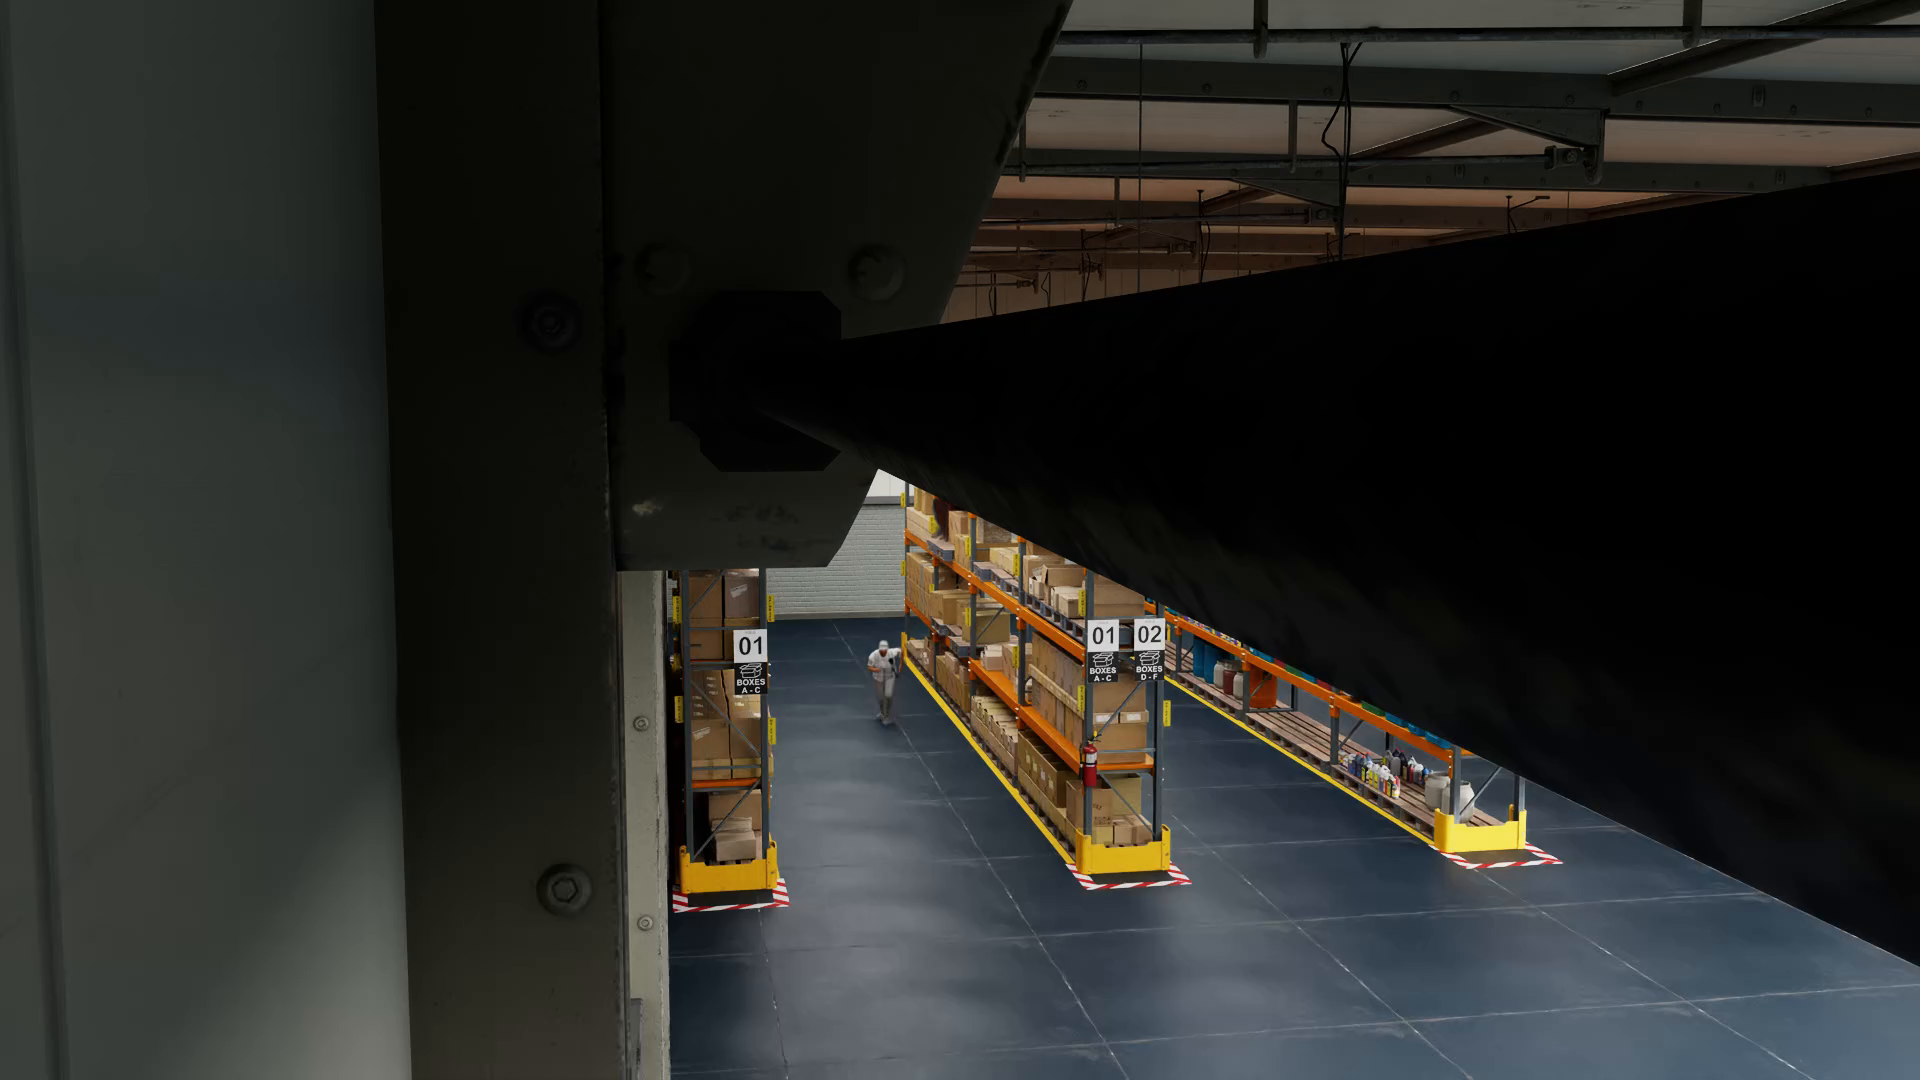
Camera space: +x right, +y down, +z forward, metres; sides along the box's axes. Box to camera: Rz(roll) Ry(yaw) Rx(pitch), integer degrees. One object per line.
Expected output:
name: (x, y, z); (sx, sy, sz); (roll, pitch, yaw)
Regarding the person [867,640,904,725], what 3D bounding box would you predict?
person: (-1.318, 2.520, 29.599); (0.644, 1.579, 0.936); (0, 6, -1)
